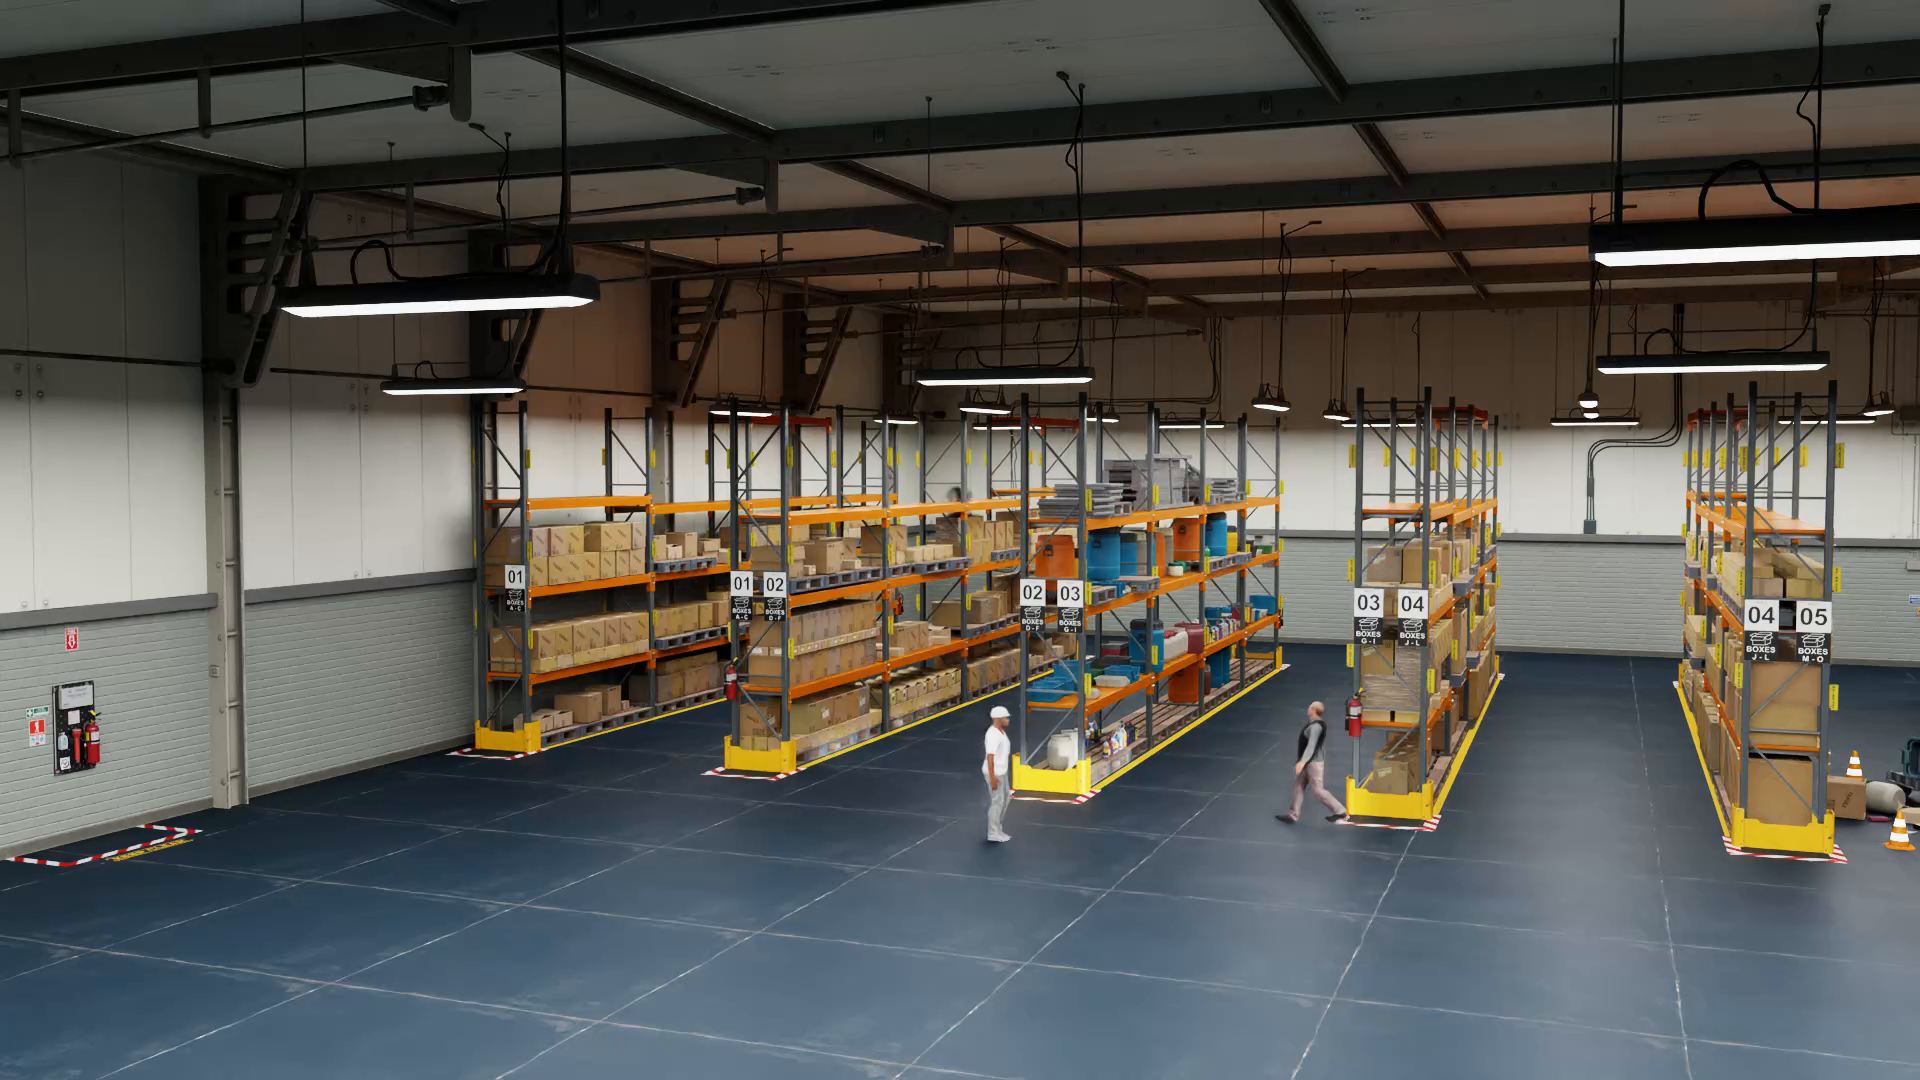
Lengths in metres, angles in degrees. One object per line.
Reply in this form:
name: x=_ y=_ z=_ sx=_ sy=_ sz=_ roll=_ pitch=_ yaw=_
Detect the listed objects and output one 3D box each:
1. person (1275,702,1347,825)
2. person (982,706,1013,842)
person: x=4.803 y=3.057 z=22.741 sx=0.943 sy=1.688 sz=0.551 roll=0 pitch=3 yaw=5
person: x=0.492 y=3.082 z=21.828 sx=0.387 sy=1.798 sz=0.655 roll=1 pitch=3 yaw=11
